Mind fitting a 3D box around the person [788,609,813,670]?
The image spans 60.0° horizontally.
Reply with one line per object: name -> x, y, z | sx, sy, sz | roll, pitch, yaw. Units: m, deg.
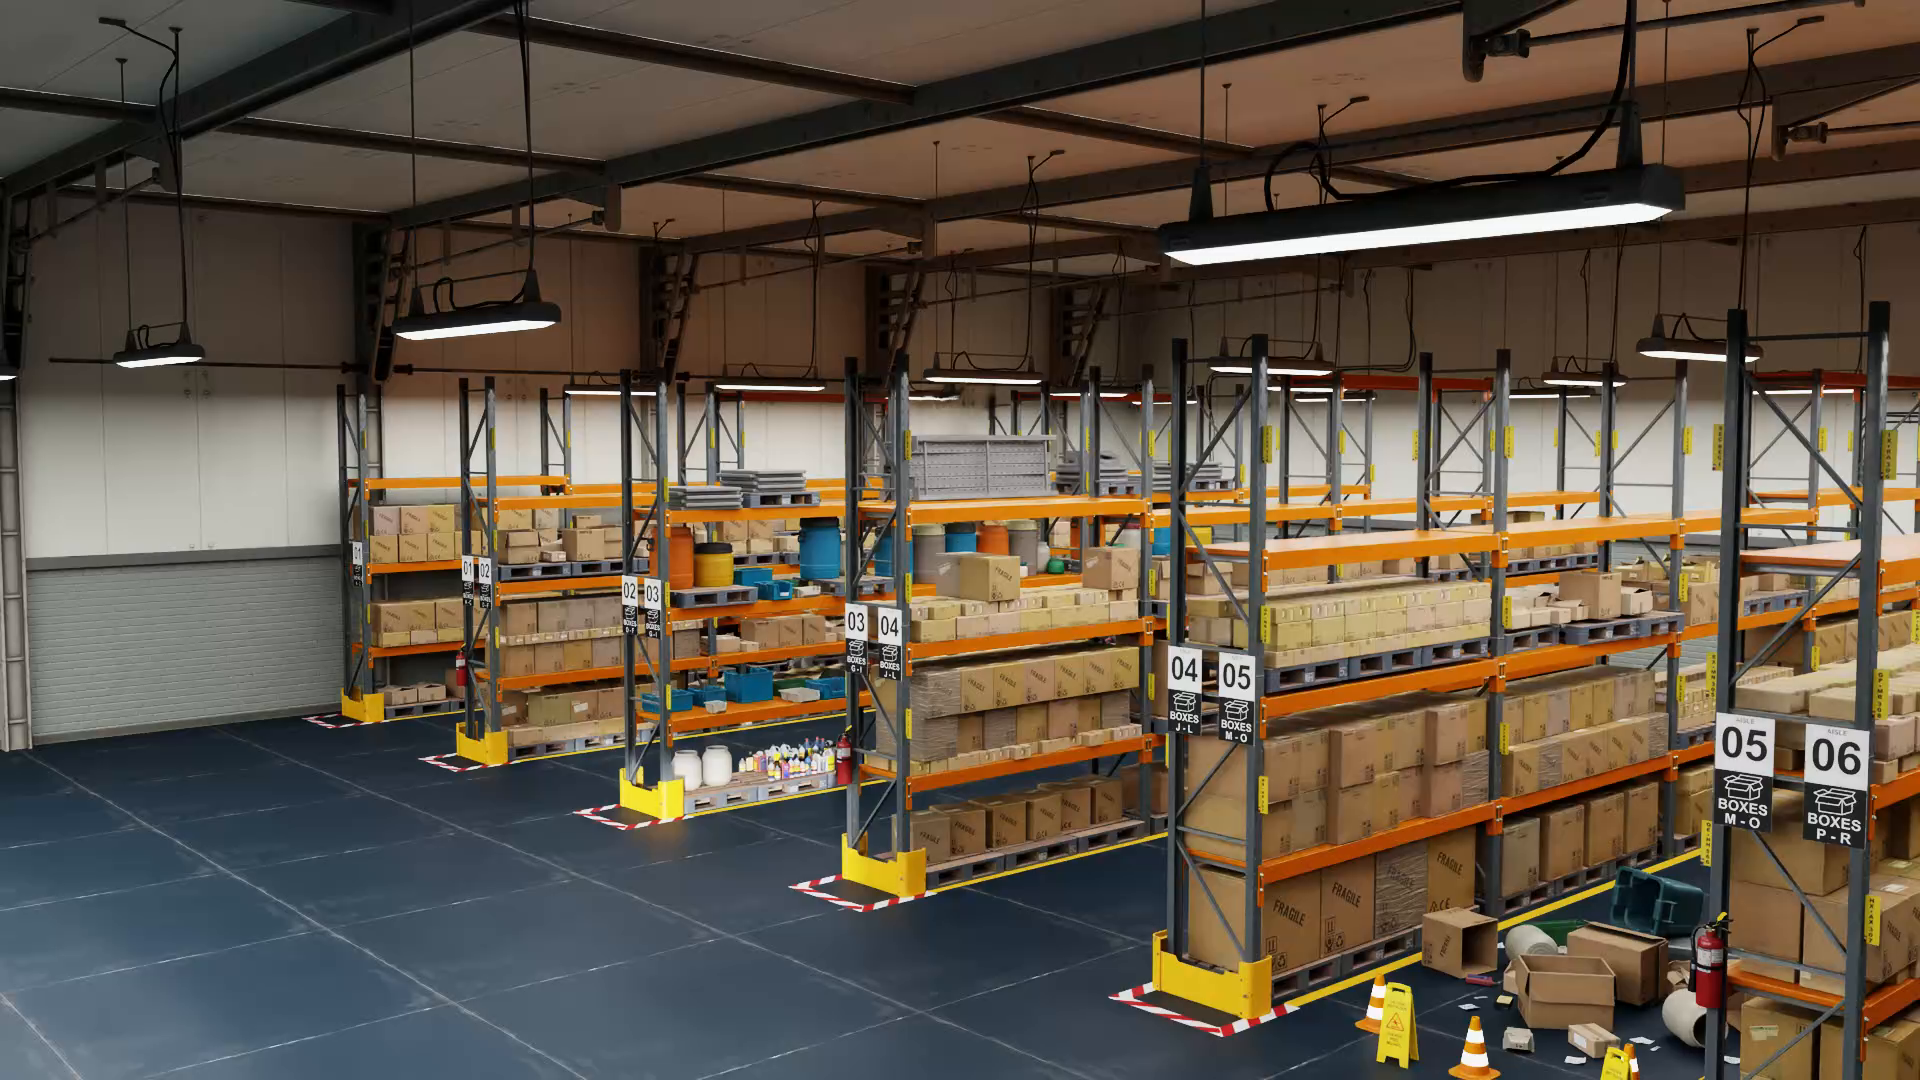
person -> -3.075, 2.154, 32.424 | 0.681, 1.738, 0.624 | 4, 5, 44
